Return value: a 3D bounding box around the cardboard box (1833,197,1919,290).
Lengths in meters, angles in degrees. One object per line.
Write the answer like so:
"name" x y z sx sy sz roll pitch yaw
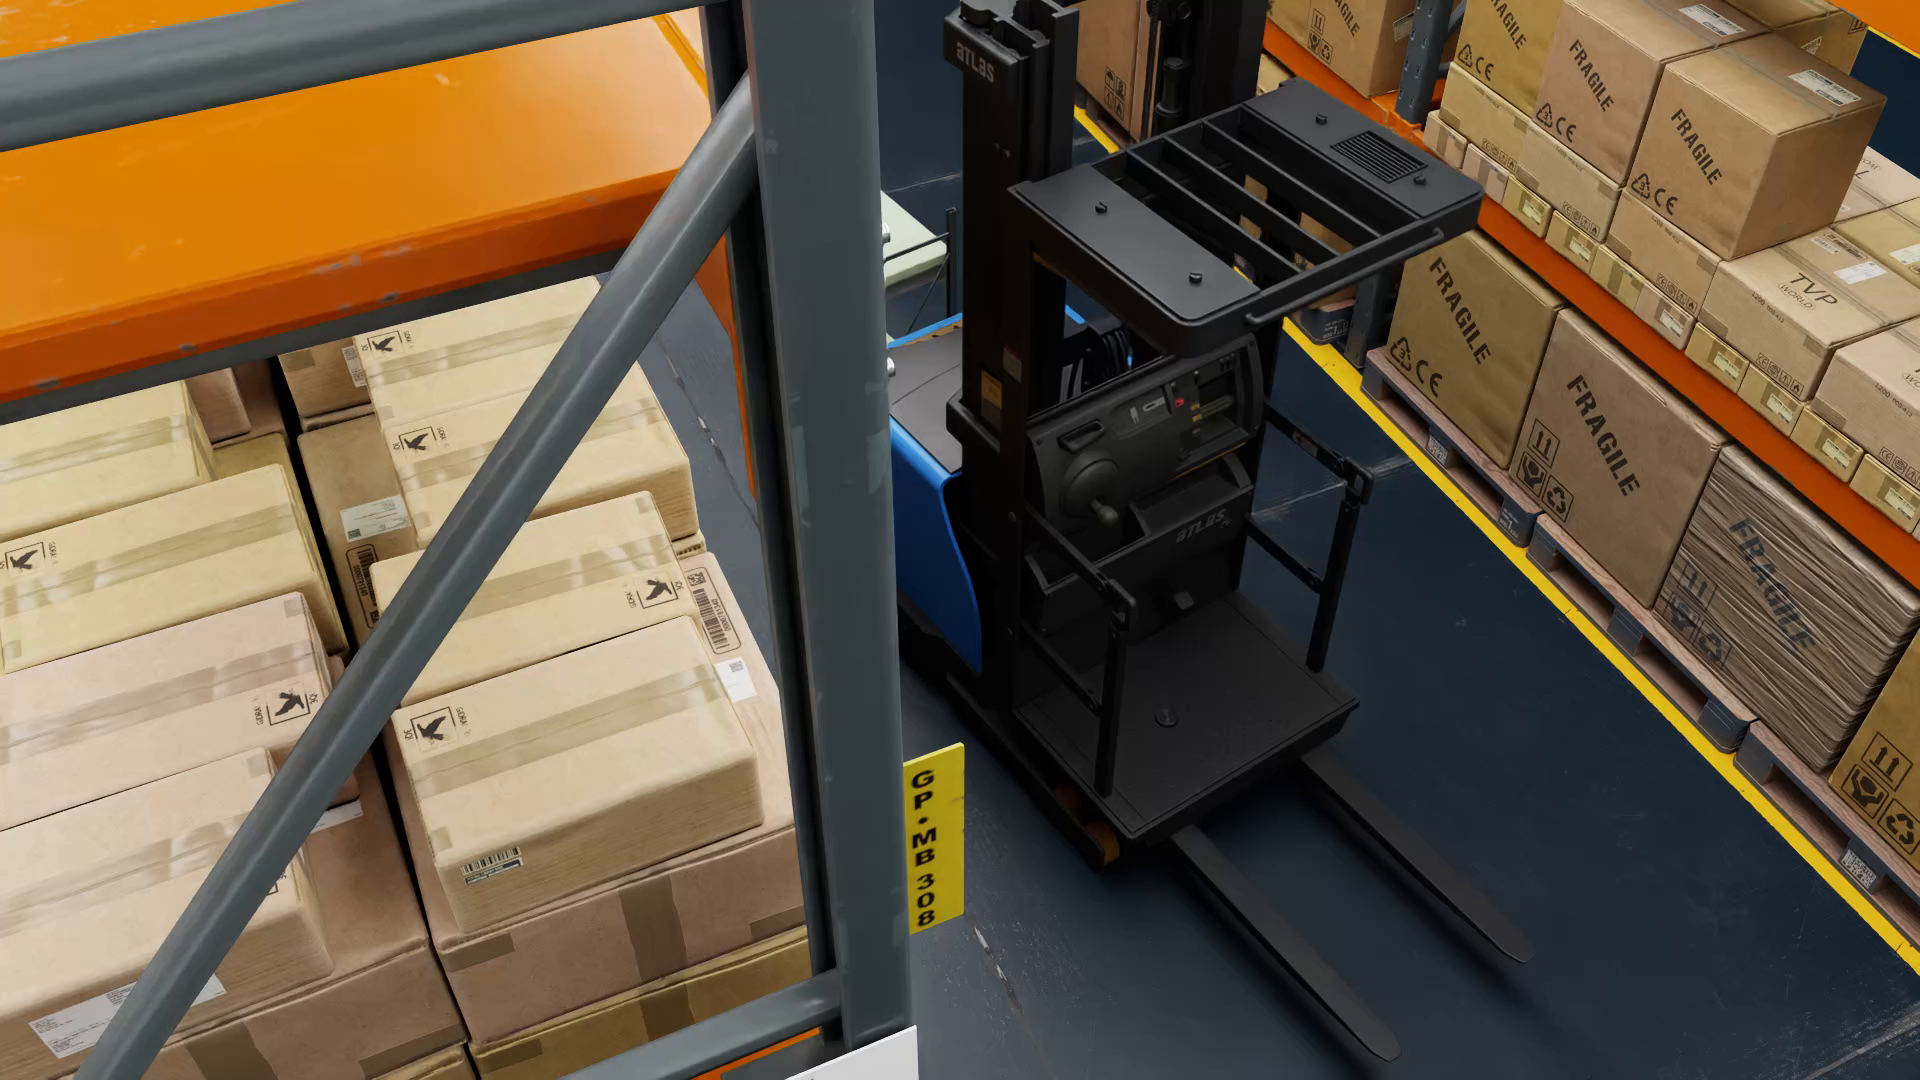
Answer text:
"cardboard box" 3.395 -0.934 5.824 0.500 0.250 0.500 -19 48 -18

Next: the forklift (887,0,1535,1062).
"forklift" 0.746 -0.271 5.307 1.130 2.935 3.031 -26 50 -24

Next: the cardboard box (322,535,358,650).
"cardboard box" -1.383 0.017 2.937 0.500 0.250 0.500 -16 47 -16

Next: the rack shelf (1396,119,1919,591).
"rack shelf" 3.168 -0.532 6.035 1.077 0.370 4.000 -18 47 -17

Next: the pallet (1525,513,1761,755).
"pallet" 3.092 0.216 6.750 1.003 0.211 1.213 -18 47 -17

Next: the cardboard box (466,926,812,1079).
"cardboard box" -0.491 0.510 2.437 0.500 0.250 0.500 -16 47 -16

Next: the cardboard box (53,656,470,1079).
"cardboard box" -0.959 0.476 2.116 0.500 0.250 0.500 -19 48 -19

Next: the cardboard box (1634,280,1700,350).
"cardboard box" 2.695 -0.861 6.035 0.380 0.149 0.250 -18 47 -17

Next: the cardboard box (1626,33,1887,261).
"cardboard box" 2.719 -1.355 5.718 0.500 0.500 0.500 -19 48 -19

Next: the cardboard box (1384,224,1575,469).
"cardboard box" 2.532 -1.012 7.223 0.875 0.875 0.875 -18 47 -17

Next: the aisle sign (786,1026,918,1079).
"aisle sign" -0.231 0.919 2.201 0.394 0.787 0.004 -18 47 -17

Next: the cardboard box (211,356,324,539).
"cardboard box" -1.388 -0.177 2.778 0.500 0.250 0.500 -17 47 -17

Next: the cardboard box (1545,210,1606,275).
"cardboard box" 2.483 -1.185 6.363 0.380 0.149 0.250 -19 48 -18

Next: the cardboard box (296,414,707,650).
"cardboard box" -0.703 0.005 2.593 0.500 0.250 0.500 -19 48 -18

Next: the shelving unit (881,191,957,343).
"shelving unit" -0.390 -0.843 6.905 0.431 1.500 0.755 -26 50 -24

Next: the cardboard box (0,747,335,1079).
"cardboard box" -0.940 0.427 1.882 0.380 0.149 0.250 -18 48 -18

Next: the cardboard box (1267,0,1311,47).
"cardboard box" 1.681 -2.633 7.581 0.500 0.500 0.500 -17 47 -16

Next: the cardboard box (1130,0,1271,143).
"cardboard box" 1.663 -2.427 8.657 1.225 0.875 0.875 -20 48 -19

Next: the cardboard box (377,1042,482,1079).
"cardboard box" -0.965 0.660 2.285 0.500 0.250 0.500 -19 48 -18

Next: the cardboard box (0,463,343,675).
"cardboard box" -1.064 0.078 2.236 0.380 0.149 0.250 -19 48 -19

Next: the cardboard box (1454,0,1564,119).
"cardboard box" 2.296 -2.002 6.373 0.500 0.500 0.500 -18 47 -17

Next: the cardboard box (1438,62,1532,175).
"cardboard box" 2.287 -1.739 6.640 0.500 0.250 0.500 -19 48 -18

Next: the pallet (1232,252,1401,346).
"pallet" 1.934 -1.540 8.529 1.003 0.211 1.213 -18 47 -17

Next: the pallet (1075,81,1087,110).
"pallet" 0.908 -3.095 10.105 1.003 0.211 1.213 -18 47 -17

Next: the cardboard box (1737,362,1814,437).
"cardboard box" 2.918 -0.529 5.698 0.380 0.149 0.250 -17 47 -17

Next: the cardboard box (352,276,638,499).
"cardboard box" -0.704 -0.239 2.557 0.380 0.149 0.250 -17 47 -17

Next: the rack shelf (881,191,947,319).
"rack shelf" -0.390 -1.120 6.631 0.431 0.370 0.720 -26 50 -24

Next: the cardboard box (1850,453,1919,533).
"cardboard box" 3.129 -0.205 5.370 0.380 0.149 0.250 -19 48 -18

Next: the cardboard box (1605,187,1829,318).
"cardboard box" 2.714 -1.092 5.985 0.500 0.250 0.500 -17 47 -16

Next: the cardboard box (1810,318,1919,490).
"cardboard box" 3.137 -0.445 5.329 0.500 0.250 0.500 -20 48 -19

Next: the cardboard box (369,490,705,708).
"cardboard box" -0.555 0.111 2.202 0.380 0.149 0.250 -16 47 -16

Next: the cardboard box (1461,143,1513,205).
"cardboard box" 2.260 -1.520 6.702 0.380 0.149 0.250 -20 48 -19

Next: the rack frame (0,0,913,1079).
"rack frame" -0.534 -0.249 0.964 1.000 3.000 0.127 -18 47 -17

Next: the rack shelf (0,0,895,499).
"rack shelf" -1.375 -1.266 2.510 1.077 0.370 4.000 -18 47 -17

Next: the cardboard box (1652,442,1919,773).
"cardboard box" 3.284 0.129 6.067 0.875 0.875 0.875 -18 47 -17

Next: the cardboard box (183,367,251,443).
"cardboard box" -1.325 -0.238 2.556 0.380 0.149 0.250 -19 48 -18
